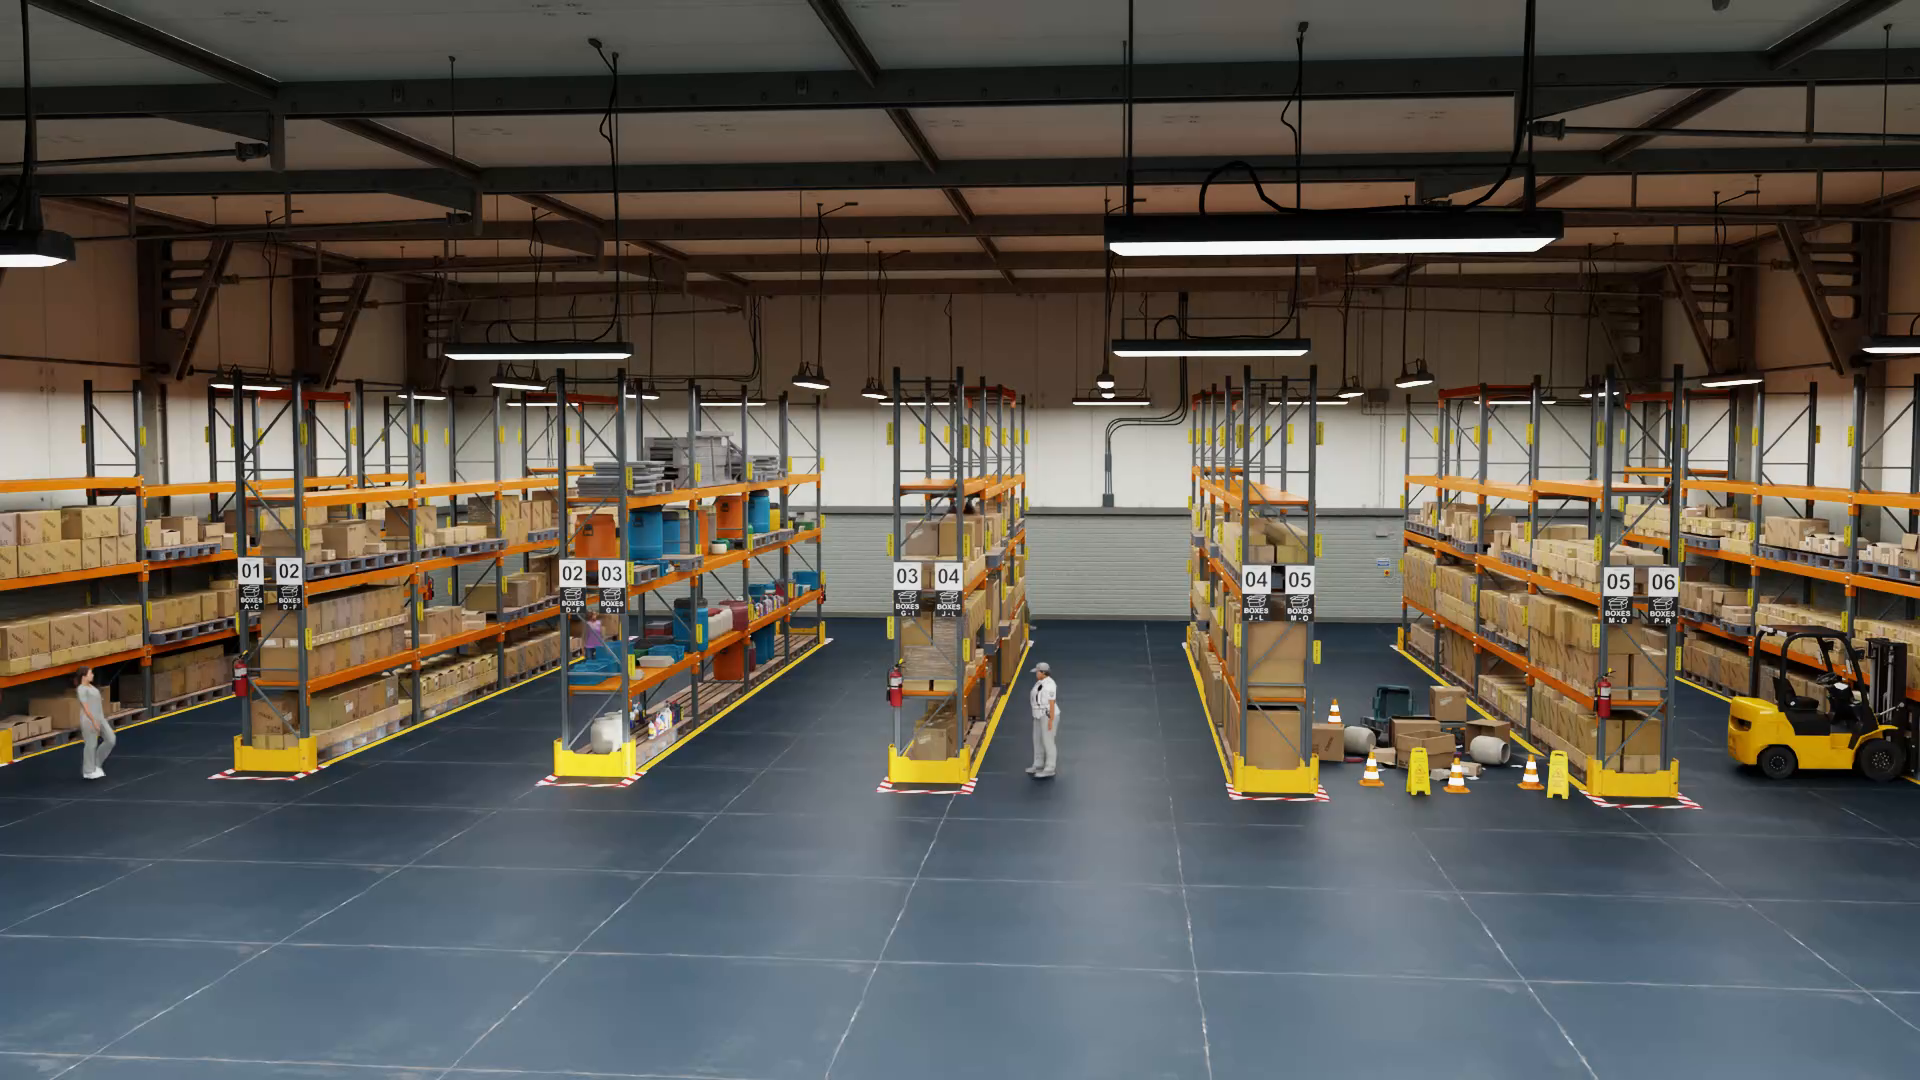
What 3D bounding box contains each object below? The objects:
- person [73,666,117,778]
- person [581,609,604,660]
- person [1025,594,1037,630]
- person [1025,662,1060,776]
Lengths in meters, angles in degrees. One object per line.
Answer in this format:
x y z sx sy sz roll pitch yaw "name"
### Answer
-12.616 2.647 24.190 0.454 1.655 0.471 1 4 15 "person"
-7.290 2.196 33.132 0.434 1.473 0.624 0 4 2 "person"
1.442 1.474 42.886 1.112 1.727 0.693 2 4 29 "person"
1.223 2.636 24.587 0.445 1.668 0.520 -1 4 -22 "person"
